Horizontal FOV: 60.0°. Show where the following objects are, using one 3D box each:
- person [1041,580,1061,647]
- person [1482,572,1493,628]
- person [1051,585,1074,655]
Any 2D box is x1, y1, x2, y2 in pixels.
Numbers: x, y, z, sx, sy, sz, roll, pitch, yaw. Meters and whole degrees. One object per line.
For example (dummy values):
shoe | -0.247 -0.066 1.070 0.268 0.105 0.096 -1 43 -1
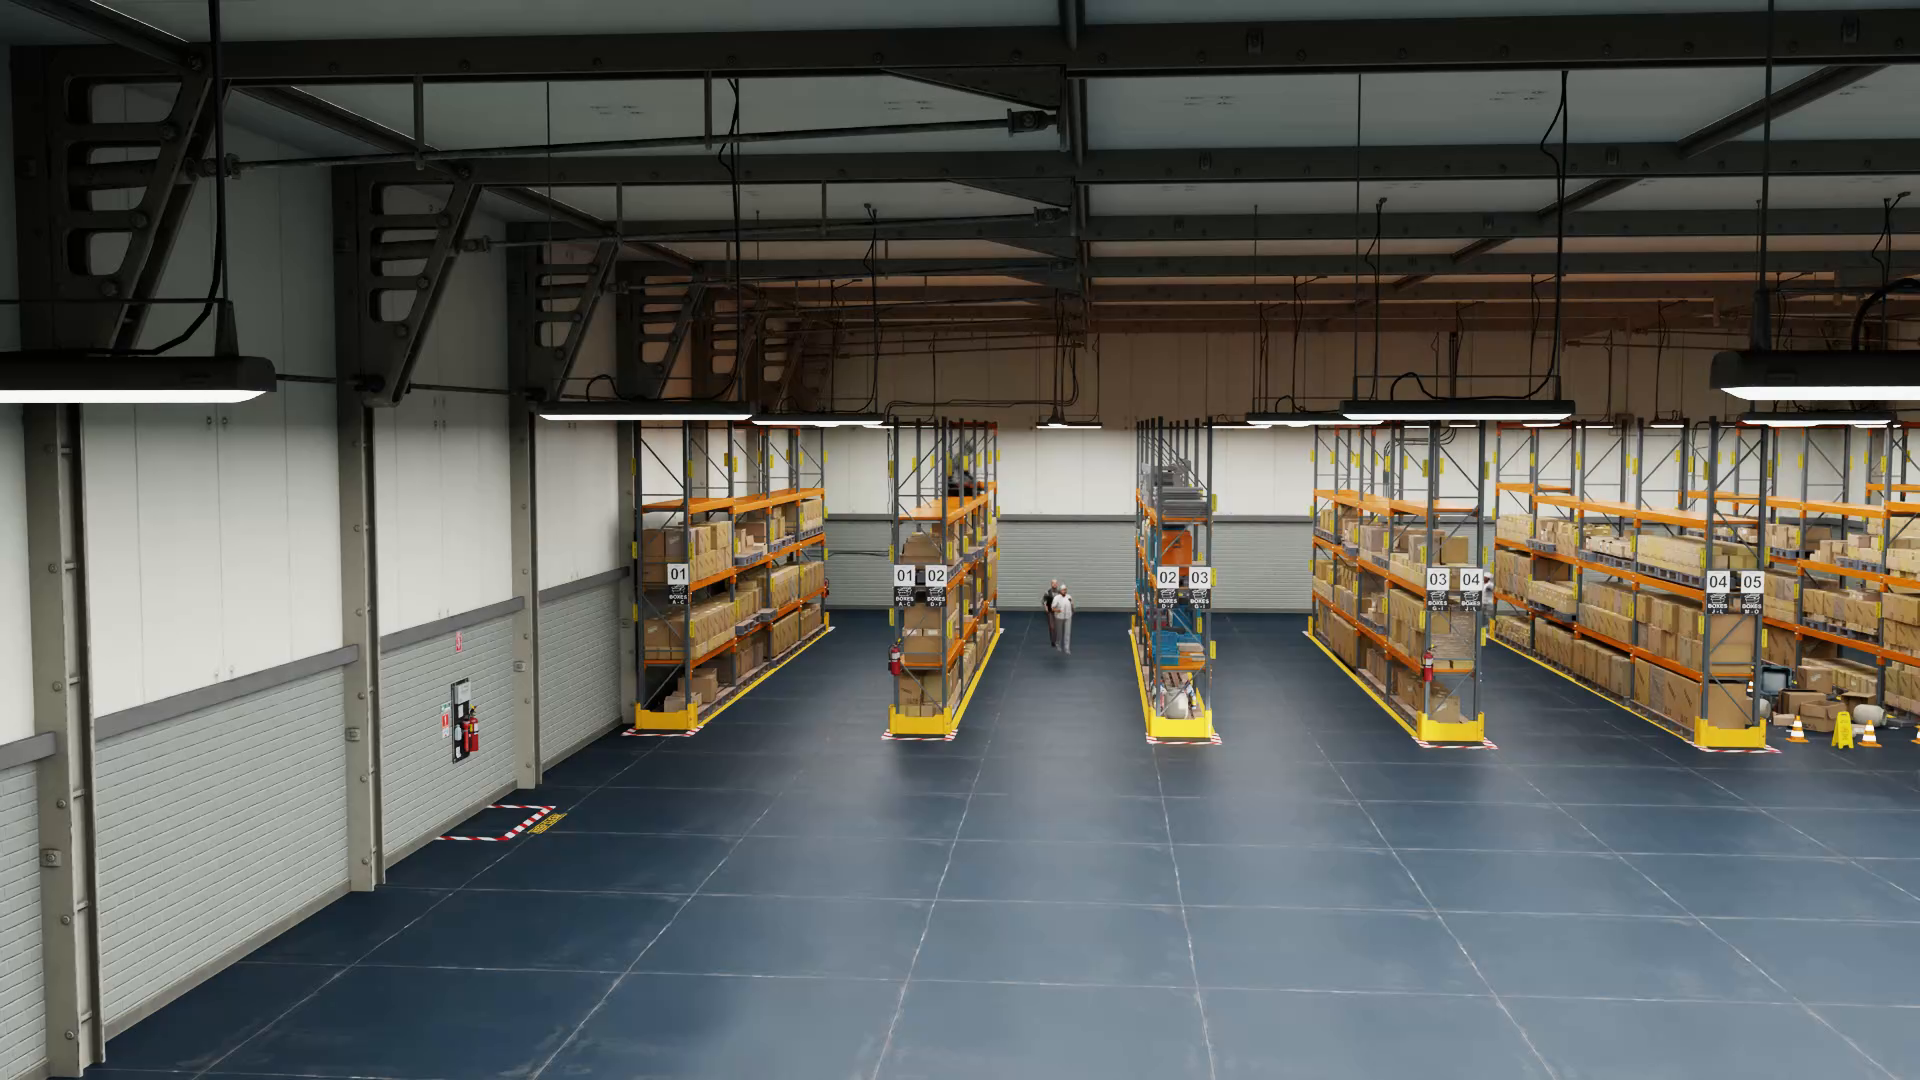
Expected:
person | 2.378 1.852 42.014 0.659 1.688 0.559 0 4 -2
person | 14.913 1.761 47.632 0.912 1.724 0.821 1 4 15
person | 2.538 1.944 40.759 0.608 1.685 0.829 -1 4 -10
